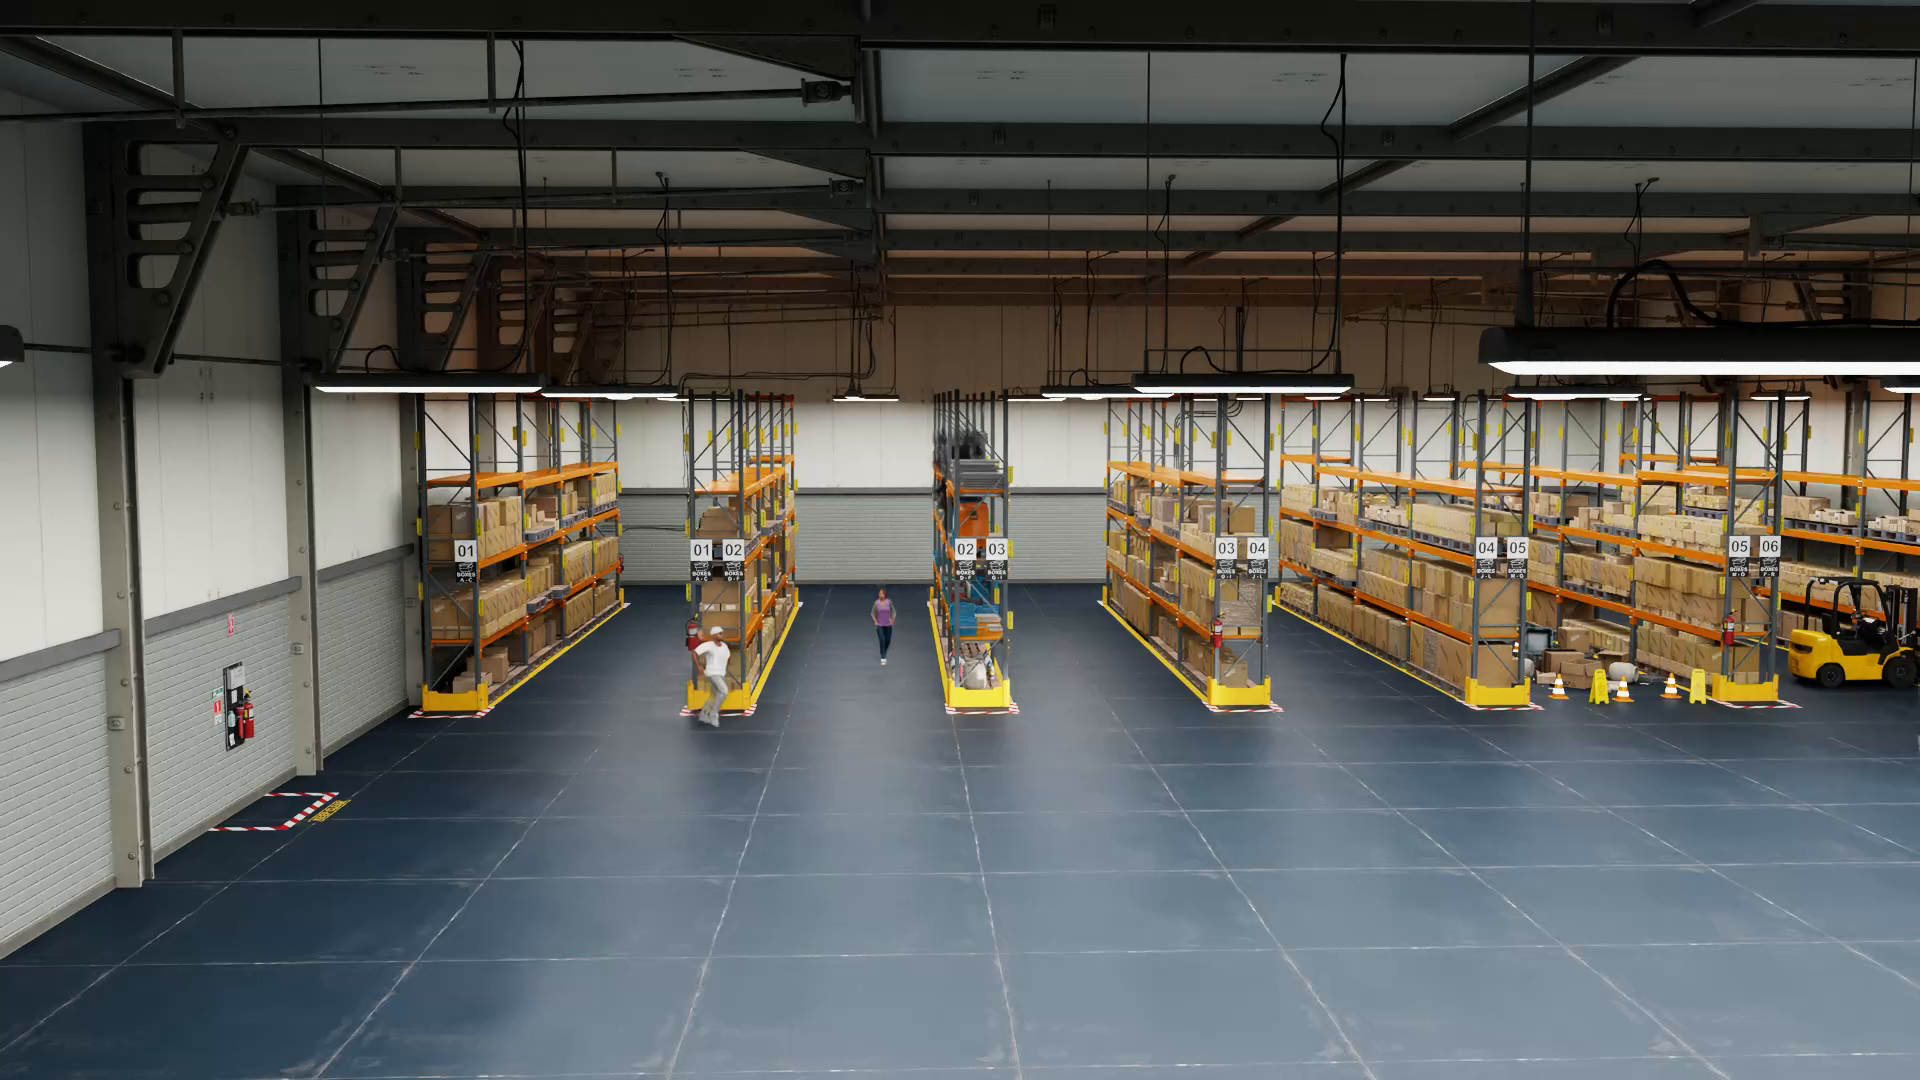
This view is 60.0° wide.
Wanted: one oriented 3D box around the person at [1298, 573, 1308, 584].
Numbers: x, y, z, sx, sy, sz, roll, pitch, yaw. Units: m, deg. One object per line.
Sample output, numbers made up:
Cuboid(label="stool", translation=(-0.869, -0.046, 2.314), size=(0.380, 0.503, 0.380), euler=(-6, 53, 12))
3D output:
Cuboid(label="person", translation=(10.187, 0.872, 49.173), size=(0.649, 1.721, 0.802), euler=(4, 6, 42))

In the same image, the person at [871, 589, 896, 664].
Cuboid(label="person", translation=(-1.608, 1.809, 34.942), size=(0.537, 1.577, 0.465), euler=(0, 5, -2))

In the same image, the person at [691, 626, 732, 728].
Cuboid(label="person", translation=(-4.364, 2.426, 29.735), size=(0.678, 1.769, 0.695), euler=(2, 5, 24))
